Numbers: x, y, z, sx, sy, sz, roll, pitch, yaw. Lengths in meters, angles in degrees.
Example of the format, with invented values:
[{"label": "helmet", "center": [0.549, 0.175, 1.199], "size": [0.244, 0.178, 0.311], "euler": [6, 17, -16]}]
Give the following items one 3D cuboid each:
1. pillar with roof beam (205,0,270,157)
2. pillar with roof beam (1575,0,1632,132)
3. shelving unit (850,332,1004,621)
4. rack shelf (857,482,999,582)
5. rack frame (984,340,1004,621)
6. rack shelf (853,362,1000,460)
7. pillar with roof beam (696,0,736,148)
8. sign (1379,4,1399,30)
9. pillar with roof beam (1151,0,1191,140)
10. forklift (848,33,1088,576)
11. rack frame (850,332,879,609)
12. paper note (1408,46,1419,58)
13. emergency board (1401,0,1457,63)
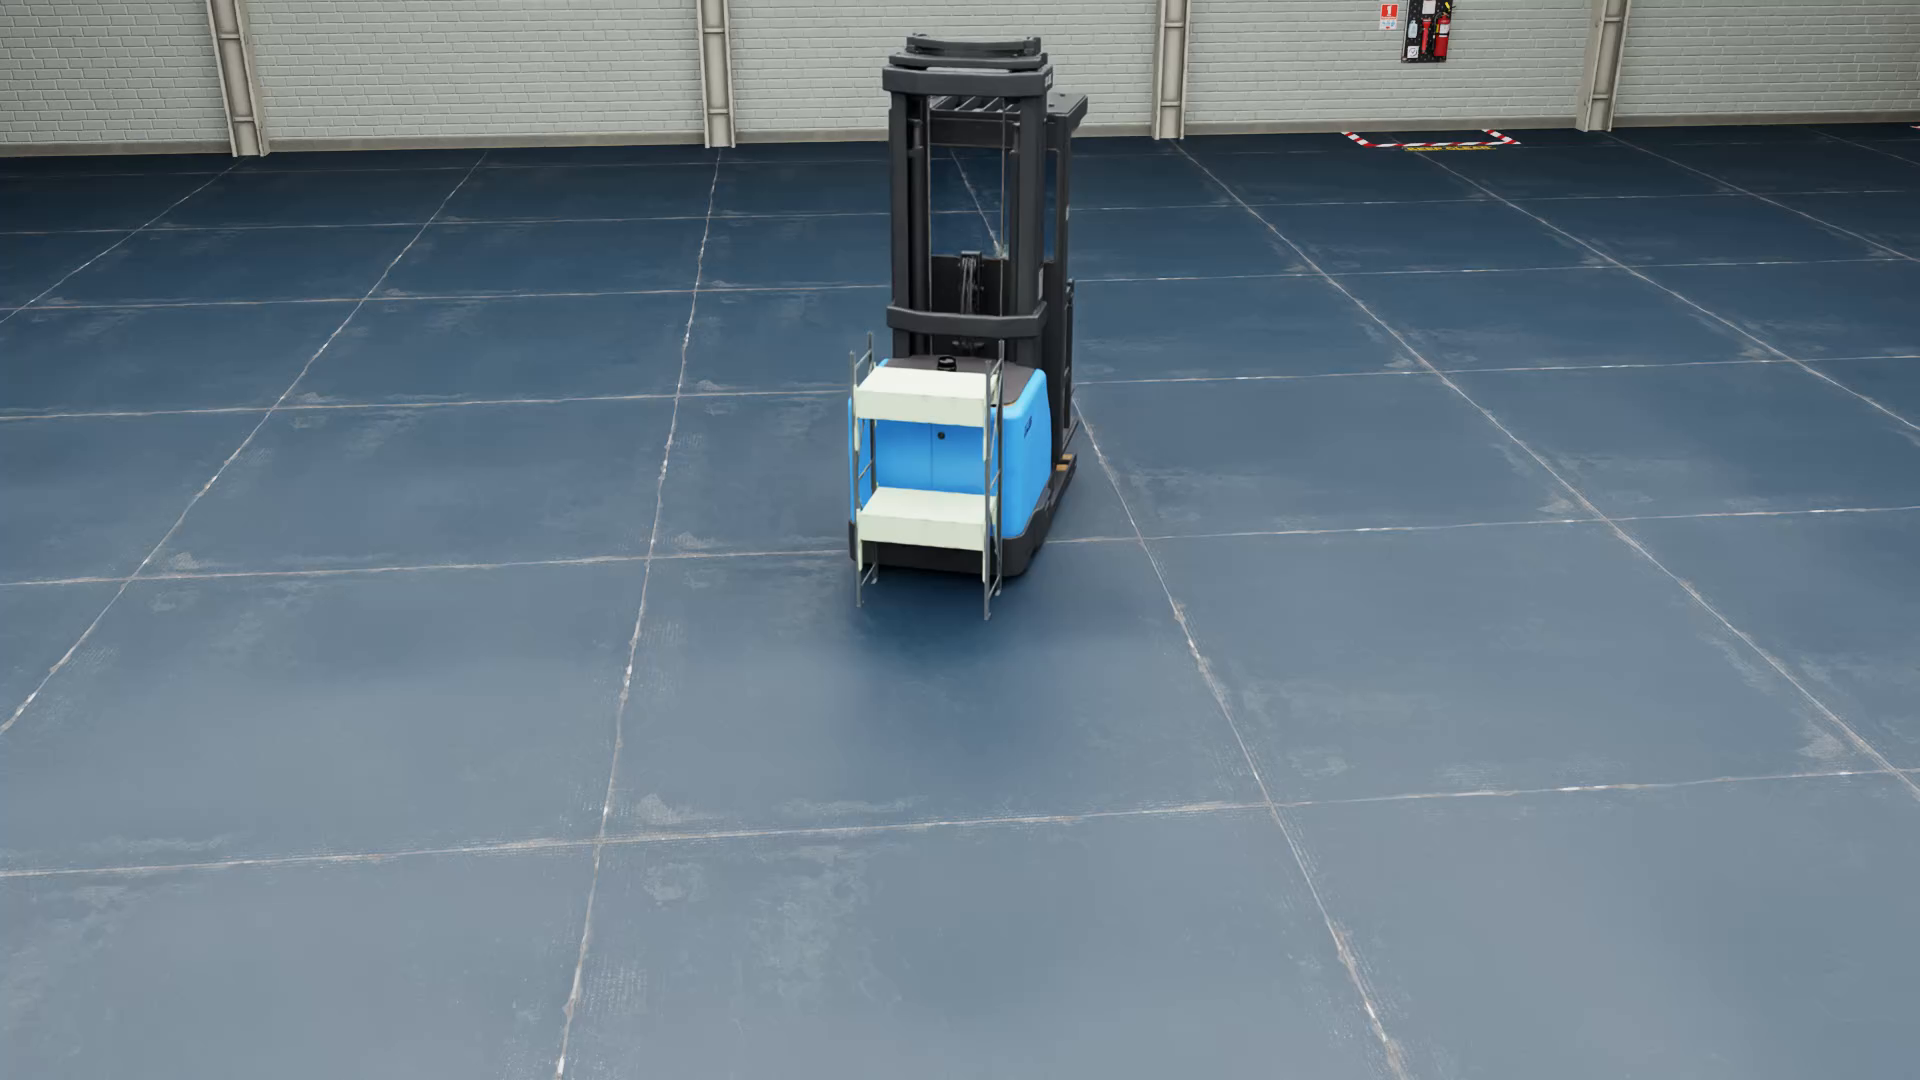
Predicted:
[{"label": "pillar with roof beam", "center": [-8.712, -7.352, 15.711], "size": [0.400, 9.000, 9.100], "euler": [-2, 24, -5]}, {"label": "pillar with roof beam", "center": [9.200, -8.070, 17.328], "size": [0.400, 9.000, 9.100], "euler": [-2, 24, -5]}, {"label": "shelving unit", "center": [-0.172, -0.348, 9.185], "size": [0.755, 1.500, 0.431], "euler": [5, 24, 11]}, {"label": "rack shelf", "center": [-0.172, -0.050, 9.318], "size": [0.720, 0.370, 0.431], "euler": [5, 24, 11]}, {"label": "rack frame", "center": [0.186, -0.316, 9.115], "size": [0.023, 1.500, 0.400], "euler": [5, 24, 11]}, {"label": "rack shelf", "center": [-0.172, -0.704, 9.027], "size": [0.720, 0.370, 0.431], "euler": [5, 24, 11]}, {"label": "pillar with roof beam", "center": [-2.741, -7.591, 16.250], "size": [0.400, 9.000, 9.100], "euler": [-2, 24, -5]}, {"label": "sign", "center": [5.754, -7.022, 22.311], "size": [0.234, 0.329, 0.001], "euler": [-2, 24, -5]}, {"label": "pillar with roof beam", "center": [3.229, -7.831, 16.789], "size": [0.400, 9.000, 9.100], "euler": [-2, 24, -5]}, {"label": "forklift", "center": [0.170, -1.701, 10.468], "size": [1.130, 2.935, 3.031], "euler": [5, 24, 12]}, {"label": "rack frame", "center": [-0.530, -0.379, 9.256], "size": [0.023, 1.500, 0.400], "euler": [5, 24, 11]}, {"label": "paper note", "center": [6.131, -6.604, 22.499], "size": [0.142, 0.148, 0.016], "euler": [-2, 24, -5]}, {"label": "emergency board", "center": [6.314, -6.986, 22.274], "size": [0.643, 1.169, 0.194], "euler": [-2, 24, -5]}]
